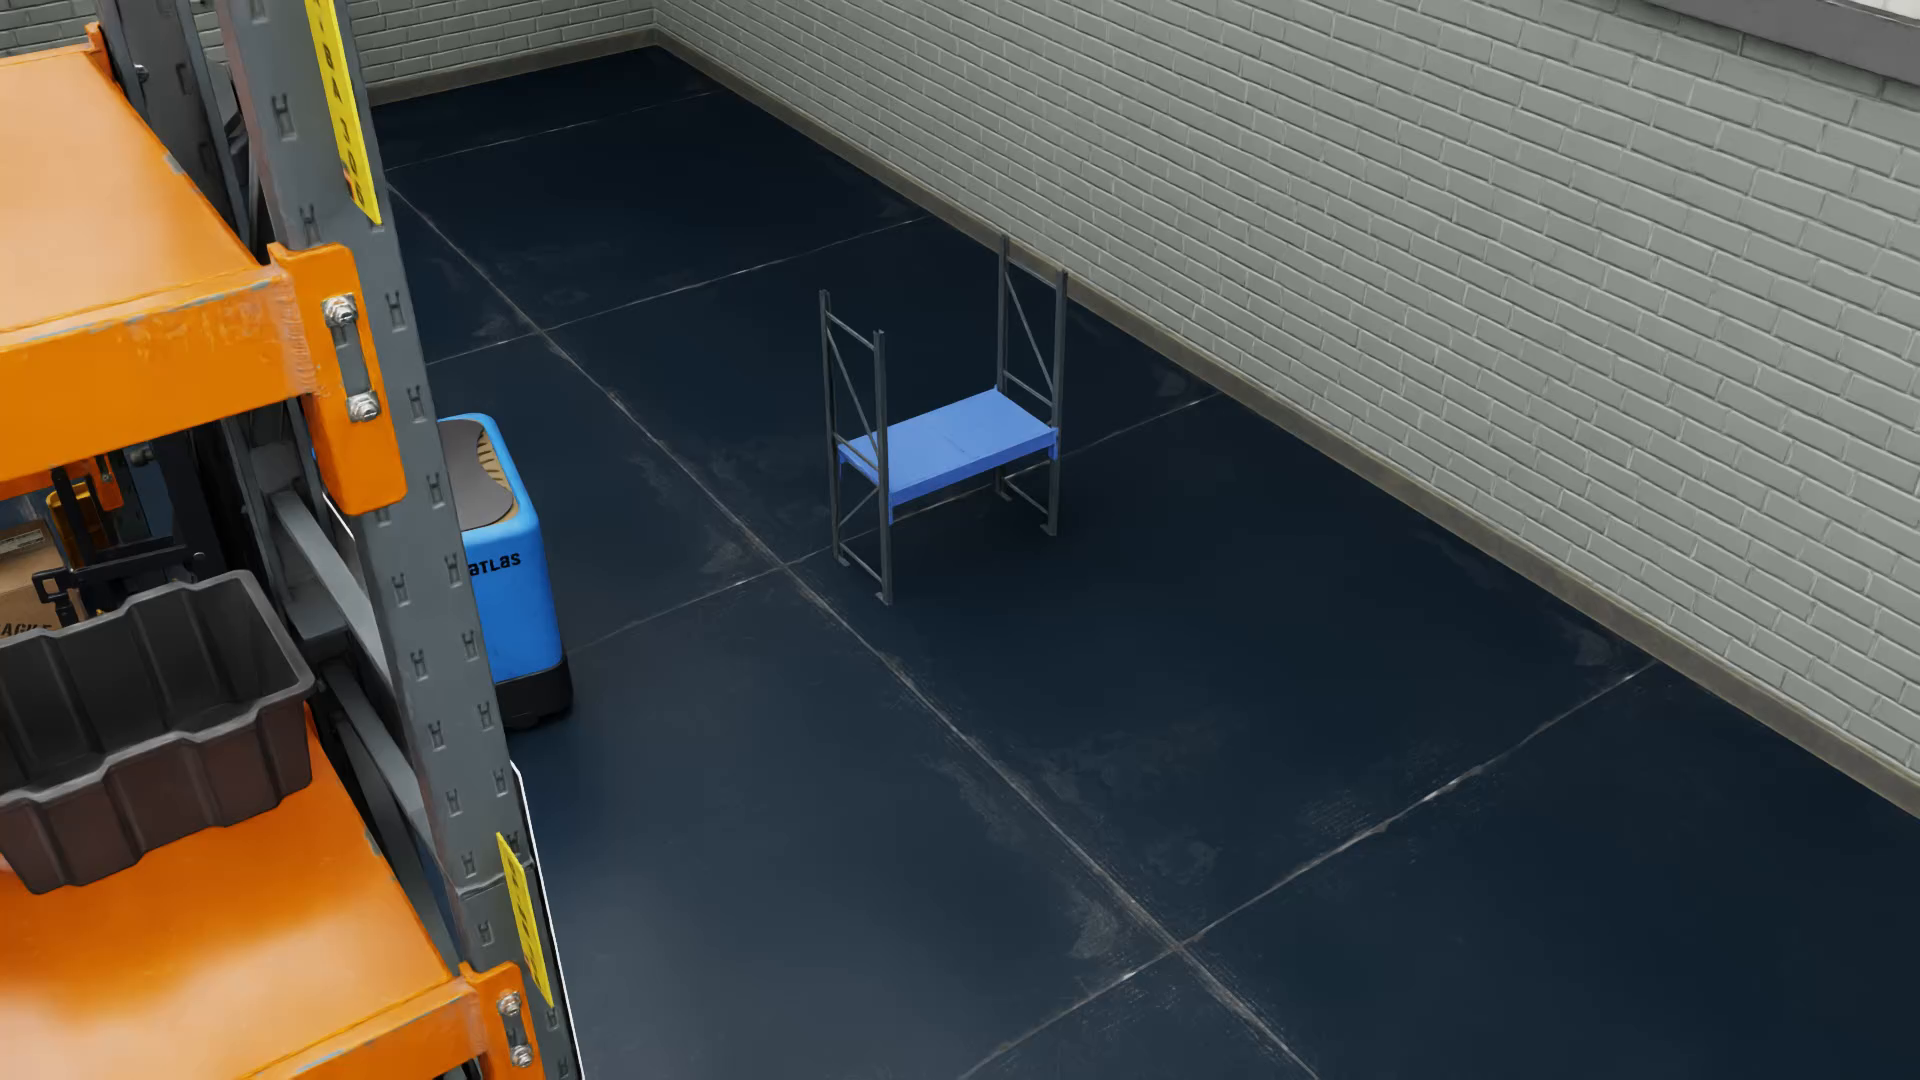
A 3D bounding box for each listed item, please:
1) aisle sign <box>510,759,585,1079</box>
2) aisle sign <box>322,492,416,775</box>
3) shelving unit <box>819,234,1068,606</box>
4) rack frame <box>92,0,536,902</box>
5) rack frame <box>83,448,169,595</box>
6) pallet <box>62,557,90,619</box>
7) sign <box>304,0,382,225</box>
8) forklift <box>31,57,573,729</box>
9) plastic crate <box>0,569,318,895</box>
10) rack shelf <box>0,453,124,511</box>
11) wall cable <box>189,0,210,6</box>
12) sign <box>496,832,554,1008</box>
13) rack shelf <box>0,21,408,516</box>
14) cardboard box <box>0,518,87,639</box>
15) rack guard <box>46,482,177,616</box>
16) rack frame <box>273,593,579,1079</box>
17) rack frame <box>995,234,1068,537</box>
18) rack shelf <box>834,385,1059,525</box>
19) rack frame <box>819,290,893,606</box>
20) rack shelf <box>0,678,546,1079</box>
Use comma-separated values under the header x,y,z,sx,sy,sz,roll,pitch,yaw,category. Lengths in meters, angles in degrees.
x,y,z,sx,sy,sz,roll,pitch,yaw,category
-0.799,0.590,2.947,0.004,0.787,0.394,-22,41,-28,aisle sign
-1.139,0.309,3.339,0.004,0.787,0.394,-22,41,-28,aisle sign
-0.070,-0.580,8.086,1.048,1.500,0.538,-22,41,-28,shelving unit
-1.026,-0.905,2.115,0.127,3.000,1.000,-22,41,-28,rack frame
-3.877,-0.835,7.156,0.127,3.000,1.000,-22,41,-28,rack frame
-4.590,0.591,7.561,1.213,0.211,1.003,-22,41,-28,pallet
-0.696,-0.517,1.852,0.005,0.325,0.100,-22,41,-28,sign
-3.295,-0.300,6.470,3.031,2.935,1.130,-15,38,-20,forklift
-1.501,0.362,3.034,0.590,0.269,0.497,-22,41,-28,plastic crate
-5.511,0.130,6.430,4.000,0.370,1.077,-22,41,-28,rack shelf
-6.232,-4.493,11.371,1.851,1.984,0.084,-22,41,-28,wall cable
-0.696,0.612,2.664,0.005,0.325,0.100,-22,41,-28,sign
-2.661,0.222,1.507,4.000,0.370,1.077,-22,41,-28,rack shelf
-4.179,0.301,7.339,0.500,0.500,0.500,-22,41,-28,cardboard box
-3.939,0.205,7.850,0.348,0.500,1.175,-22,41,-28,rack guard
-1.026,1.530,3.867,0.127,3.000,1.000,-22,41,-28,rack frame
0.346,-0.751,8.323,0.032,1.500,0.500,-22,41,-28,rack frame
-0.070,-0.434,8.191,1.000,0.185,0.538,-22,41,-28,rack shelf
-0.485,-0.409,7.848,0.032,1.500,0.500,-22,41,-28,rack frame
-2.661,1.277,2.266,4.000,0.370,1.077,-22,41,-28,rack shelf
